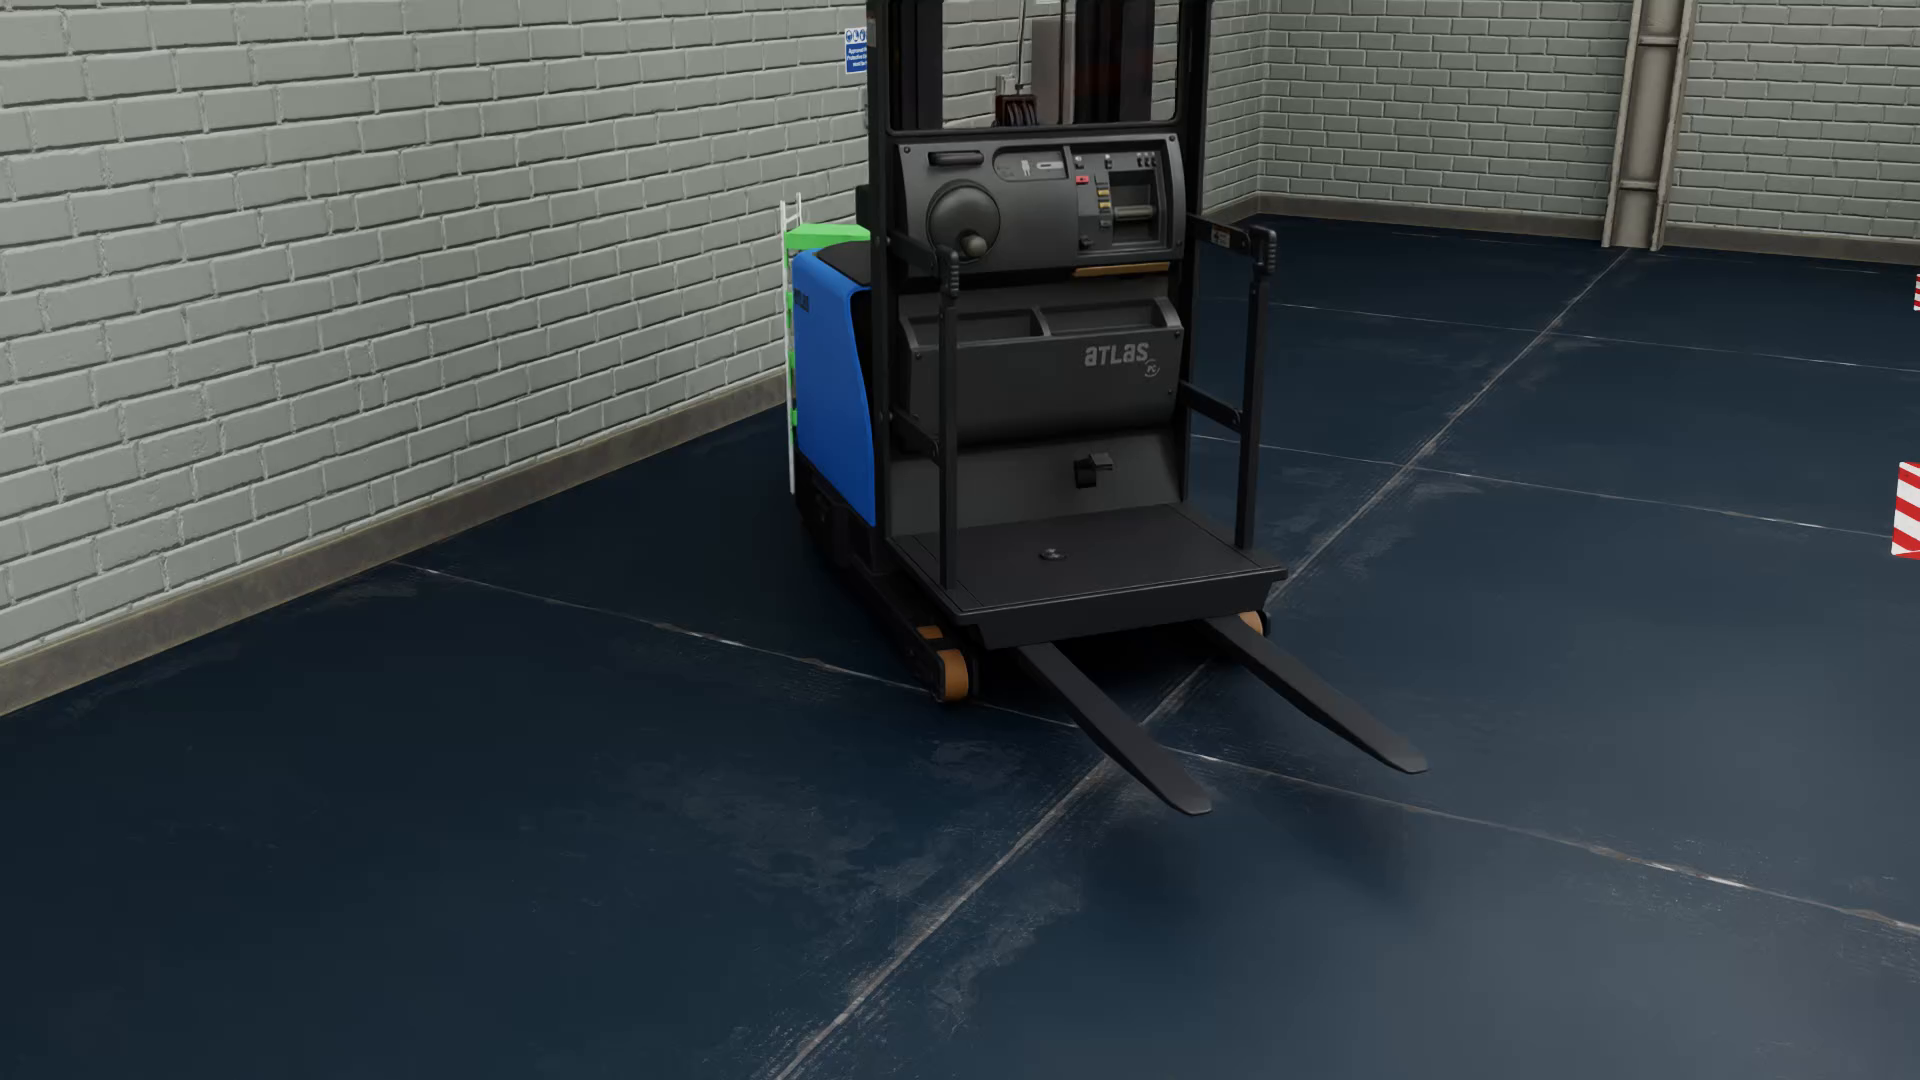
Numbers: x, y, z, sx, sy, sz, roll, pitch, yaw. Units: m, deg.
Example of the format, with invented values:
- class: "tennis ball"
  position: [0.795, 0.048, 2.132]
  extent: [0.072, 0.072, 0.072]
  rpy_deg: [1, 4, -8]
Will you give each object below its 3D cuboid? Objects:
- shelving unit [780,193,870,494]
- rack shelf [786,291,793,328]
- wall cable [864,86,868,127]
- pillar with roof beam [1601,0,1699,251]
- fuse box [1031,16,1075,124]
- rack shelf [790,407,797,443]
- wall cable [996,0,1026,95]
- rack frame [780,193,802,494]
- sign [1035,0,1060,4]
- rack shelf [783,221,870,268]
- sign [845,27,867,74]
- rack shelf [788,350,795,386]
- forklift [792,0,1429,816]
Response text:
- class: "shelving unit"
  position: [-0.432, -0.777, 6.747]
  extent: [0.503, 1.200, 0.258]
  rpy_deg: [4, 20, 11]
- class: "rack shelf"
  position: [-0.432, -0.942, 6.687]
  extent: [0.480, 0.148, 0.258]
  rpy_deg: [4, 20, 11]
- class: "wall cable"
  position: [-0.412, -2.839, 8.258]
  extent: [0.123, 1.953, 0.585]
  rpy_deg: [11, 23, 27]
- class: "pillar with roof beam"
  position: [2.926, -5.150, 7.366]
  extent: [0.400, 9.000, 9.100]
  rpy_deg: [11, 23, 27]
- class: "fuse box"
  position: [0.740, -2.343, 10.314]
  extent: [0.414, 1.711, 0.539]
  rpy_deg: [11, 23, 27]
- class: "rack shelf"
  position: [-0.432, -0.491, 6.851]
  extent: [0.480, 0.148, 0.258]
  rpy_deg: [4, 20, 11]
- class: "wall cable"
  position: [0.269, -3.249, 9.433]
  extent: [0.122, 1.984, 0.588]
  rpy_deg: [11, 23, 27]
- class: "rack frame"
  position: [-0.671, -0.793, 6.792]
  extent: [0.015, 1.200, 0.240]
  rpy_deg: [4, 20, 11]
- class: "sign"
  position: [0.532, -3.354, 10.003]
  extent: [0.001, 0.242, 0.339]
  rpy_deg: [11, 23, 27]
- class: "rack shelf"
  position: [-0.432, -1.168, 6.605]
  extent: [0.480, 0.148, 0.258]
  rpy_deg: [4, 20, 11]
- class: "sign"
  position: [-0.489, -2.470, 8.379]
  extent: [0.001, 0.218, 0.327]
  rpy_deg: [11, 23, 27]
- class: "rack shelf"
  position: [-0.432, -0.717, 6.769]
  extent: [0.480, 0.148, 0.258]
  rpy_deg: [4, 20, 11]
- class: "forklift"
  position: [0.338, -1.044, 4.945]
  extent: [1.130, 2.935, 3.031]
  rpy_deg: [-7, 21, -19]
